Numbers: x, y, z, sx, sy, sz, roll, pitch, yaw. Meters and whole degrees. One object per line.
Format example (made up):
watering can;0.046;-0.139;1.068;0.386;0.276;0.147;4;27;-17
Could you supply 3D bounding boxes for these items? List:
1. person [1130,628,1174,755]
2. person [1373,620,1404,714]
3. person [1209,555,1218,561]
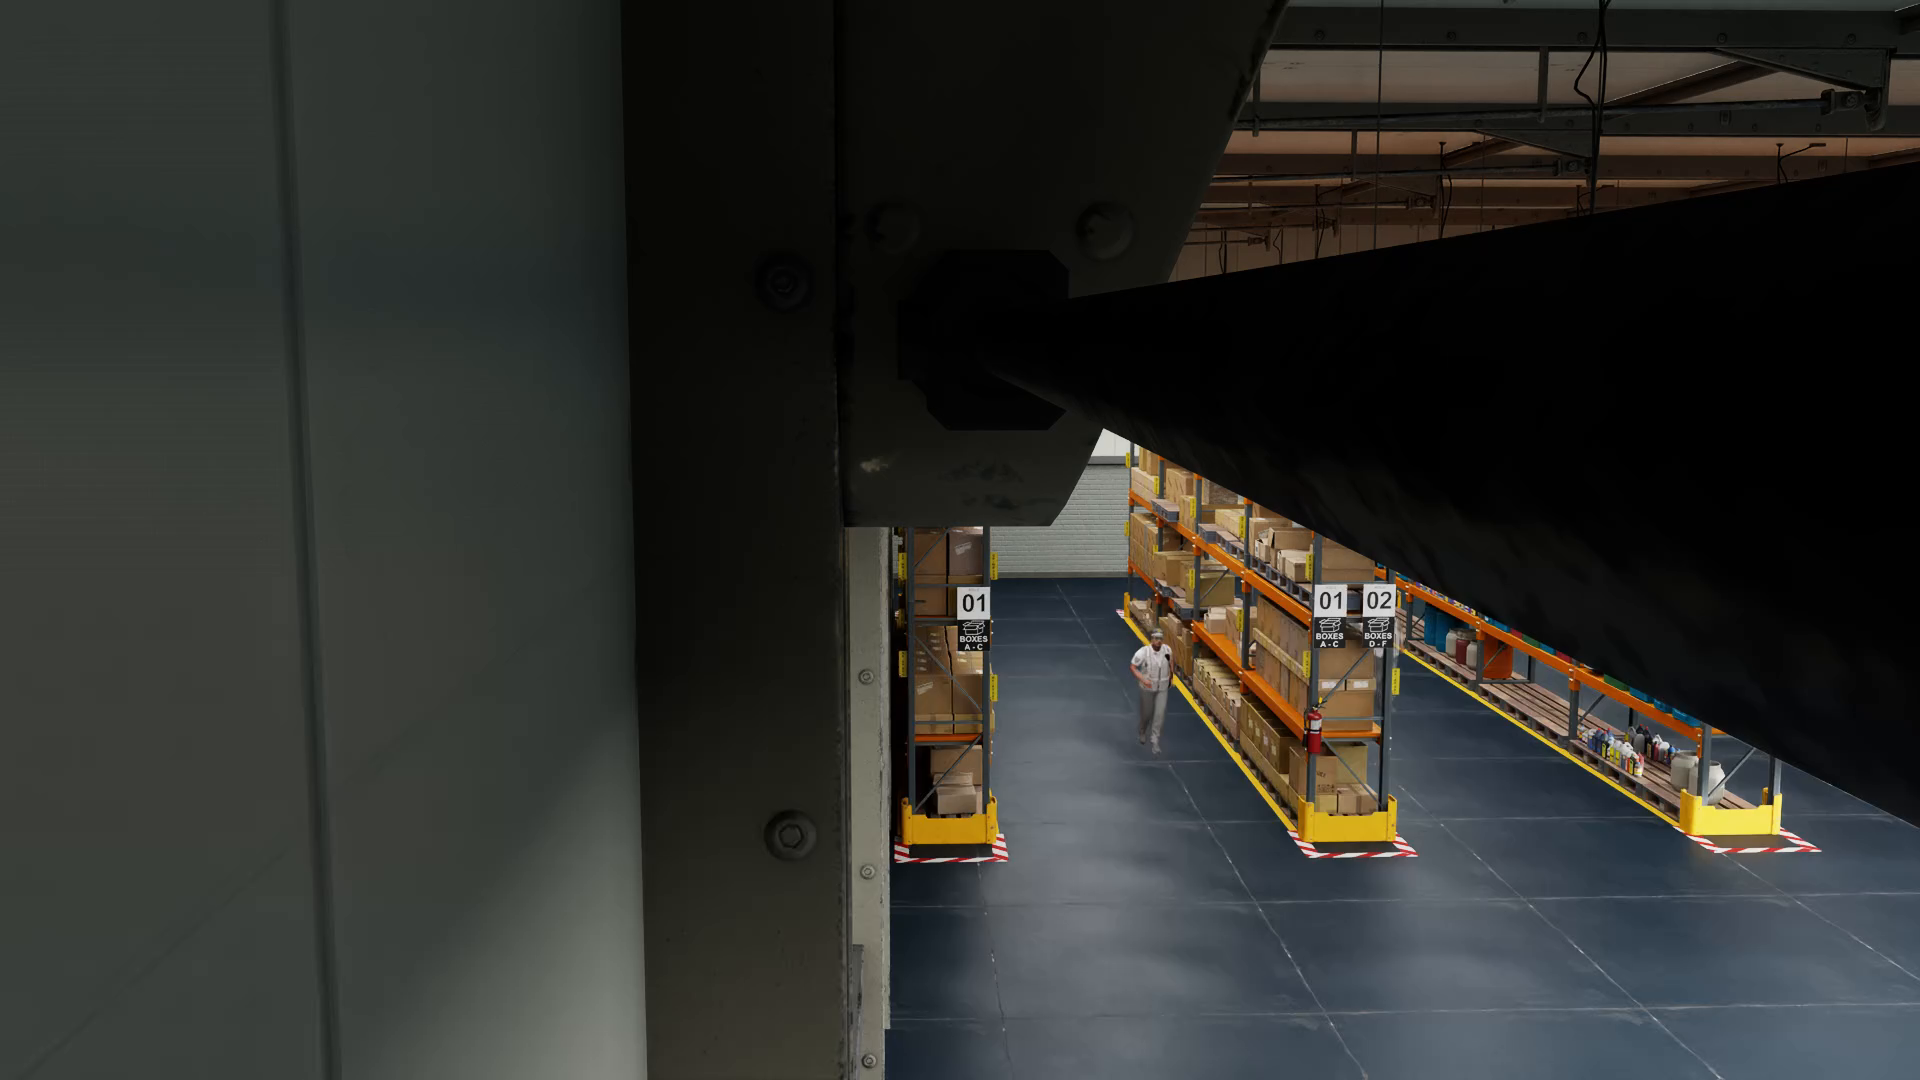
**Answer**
person;2.788;2.130;23.942;0.687;1.787;0.841;-2;7;-12
person;7.056;1.921;27.664;0.669;1.779;0.949;-1;7;-5
person;5.700;0.800;37.216;0.532;1.573;0.609;3;8;25
